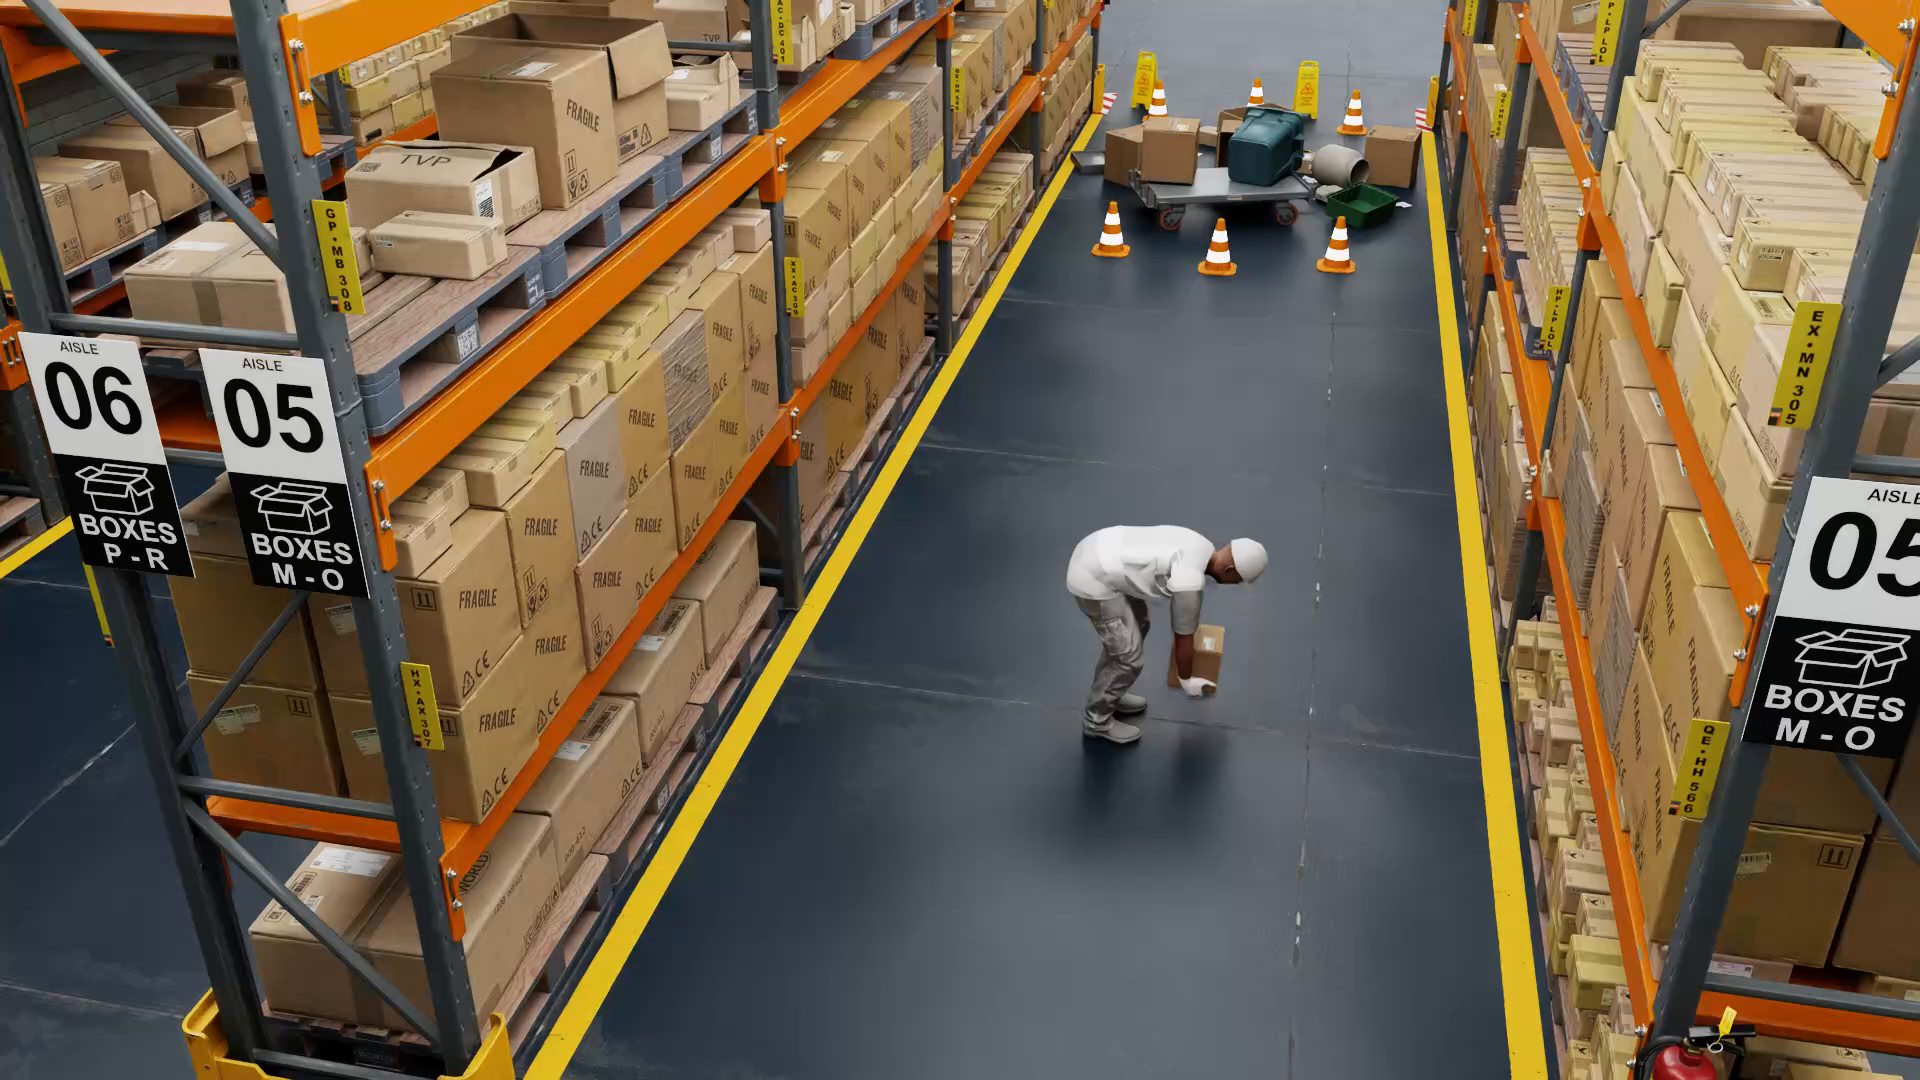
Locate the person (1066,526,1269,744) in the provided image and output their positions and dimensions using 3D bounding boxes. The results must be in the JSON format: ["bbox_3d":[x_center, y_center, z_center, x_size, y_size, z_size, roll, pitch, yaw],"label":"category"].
[{"bbox_3d":[1.022,0.463,8.415,0.985,1.144,0.501,5,29,9],"label":"person"}]
